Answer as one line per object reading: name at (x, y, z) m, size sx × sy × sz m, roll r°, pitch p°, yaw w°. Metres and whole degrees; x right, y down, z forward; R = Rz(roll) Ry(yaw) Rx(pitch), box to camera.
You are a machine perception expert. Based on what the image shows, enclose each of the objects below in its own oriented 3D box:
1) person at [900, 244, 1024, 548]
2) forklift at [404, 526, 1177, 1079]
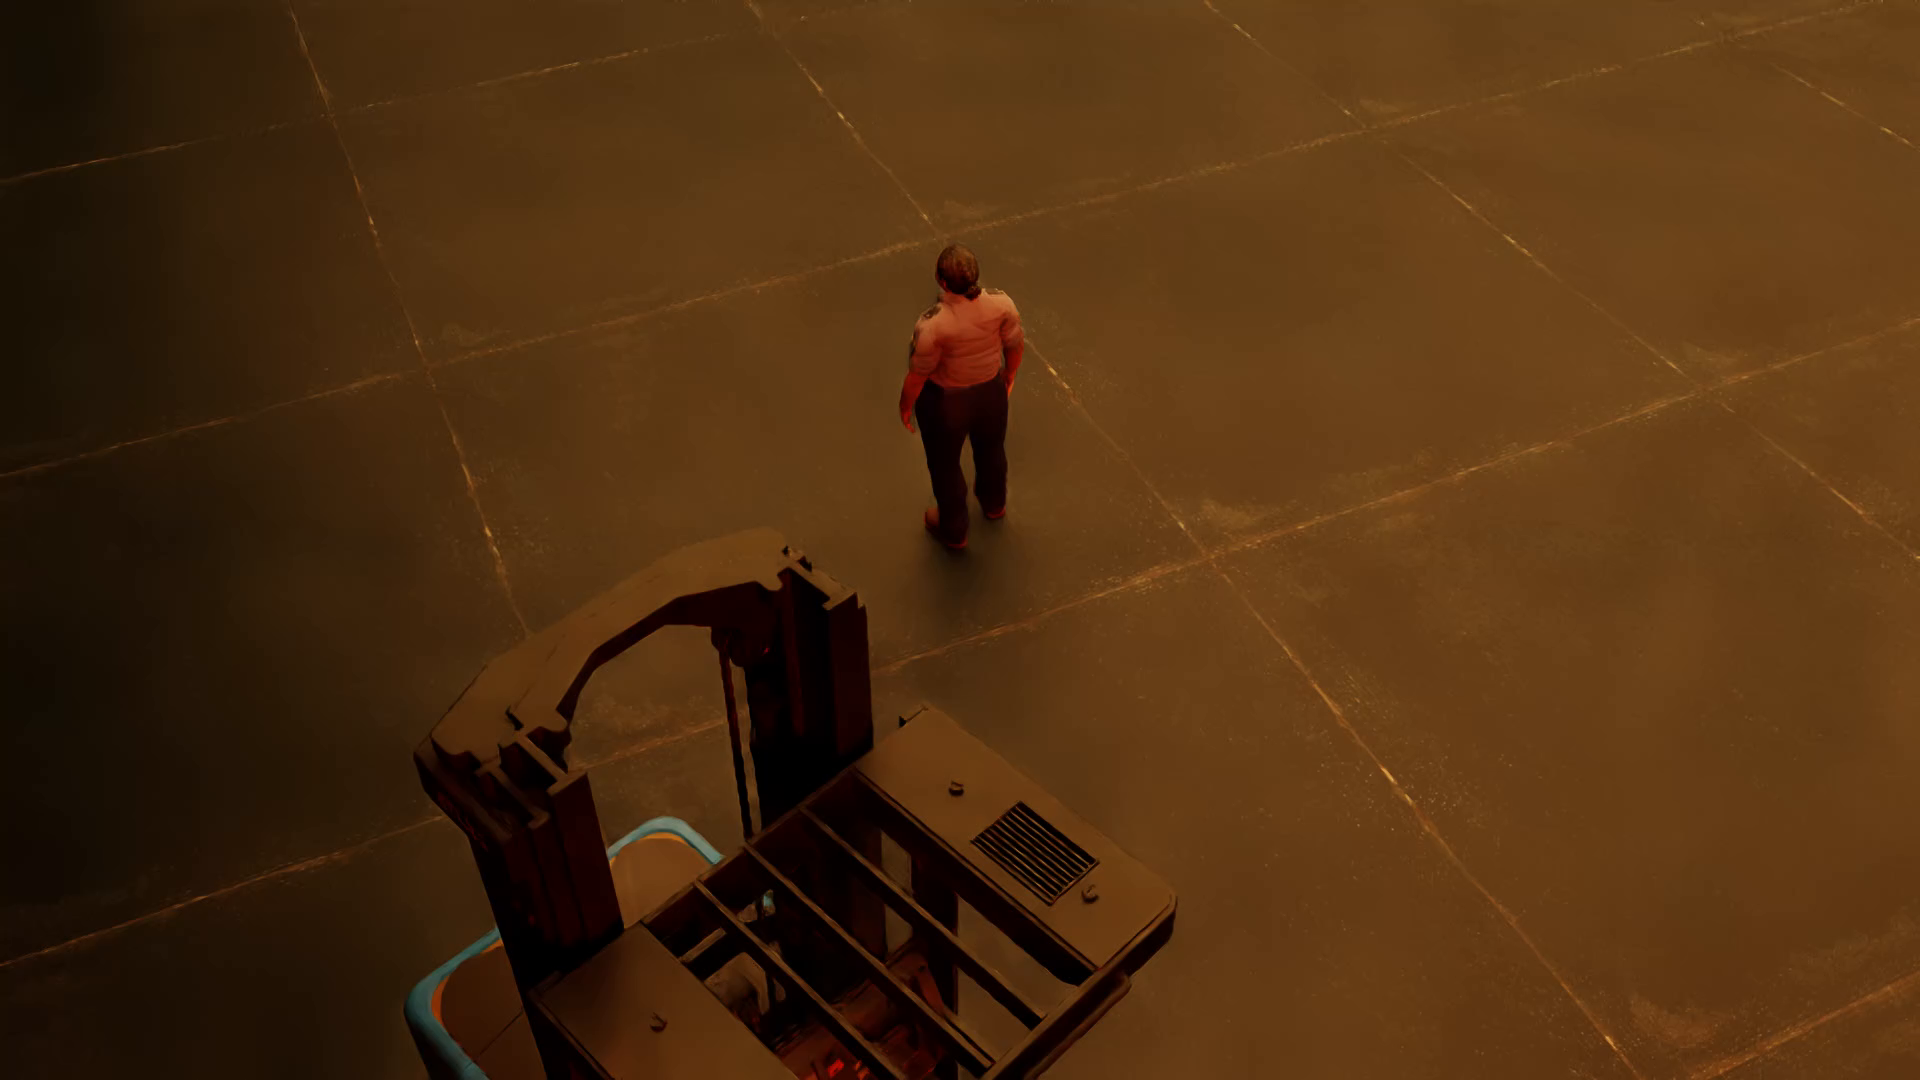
person at (-0.017, -0.670, 7.328) m, size 0.599 × 1.650 × 0.502 m, roll -18°, pitch 46°, yaw -18°
forklift at (-0.245, 1.519, 4.052) m, size 1.130 × 2.935 × 3.031 m, roll -34°, pitch 53°, yaw -31°
